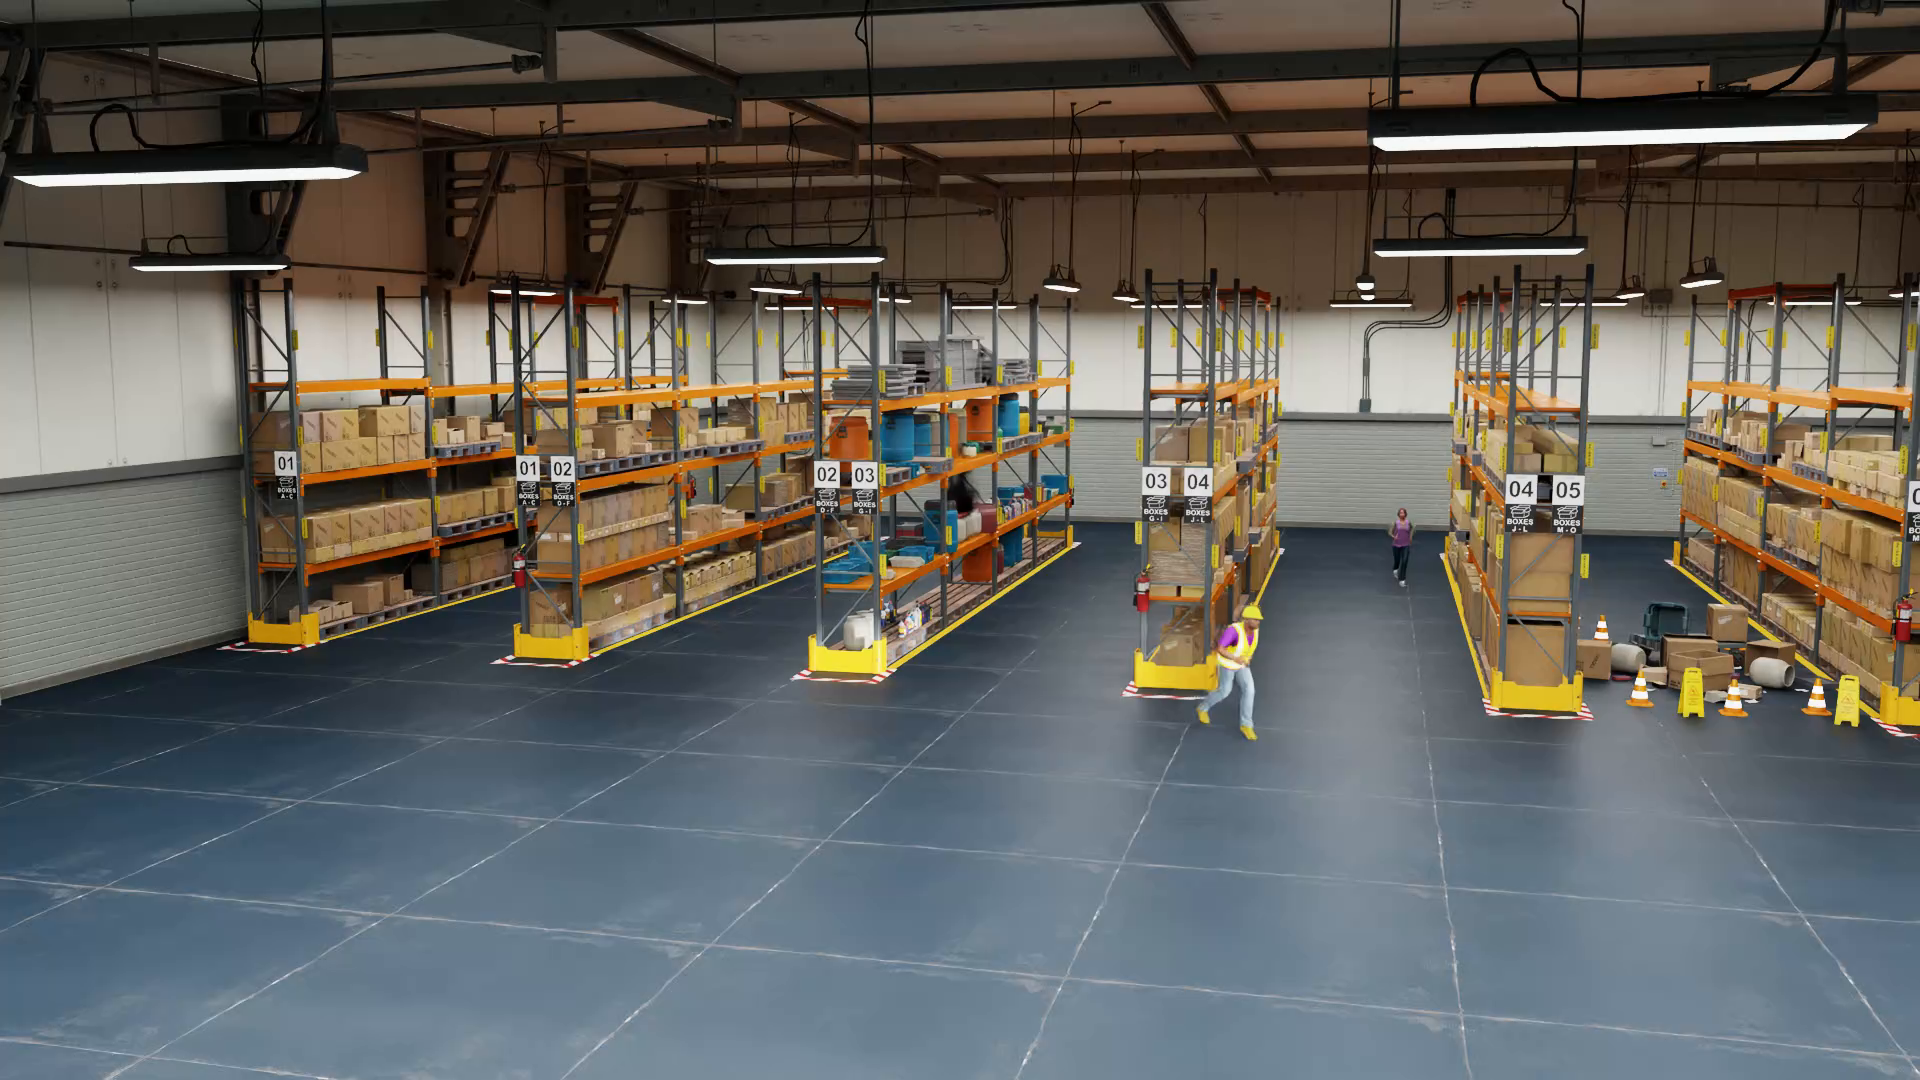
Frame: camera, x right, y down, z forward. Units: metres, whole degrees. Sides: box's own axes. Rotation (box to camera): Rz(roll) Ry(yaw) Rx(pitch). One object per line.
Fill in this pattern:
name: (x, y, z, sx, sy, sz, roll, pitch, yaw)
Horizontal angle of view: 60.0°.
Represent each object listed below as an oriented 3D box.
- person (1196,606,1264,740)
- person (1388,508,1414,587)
person: (3.449, 1.648, 21.239, 0.743, 1.716, 1.054, -6, 9, -40)
person: (9.057, 0.128, 34.137, 0.539, 1.591, 0.831, 1, 7, 6)
